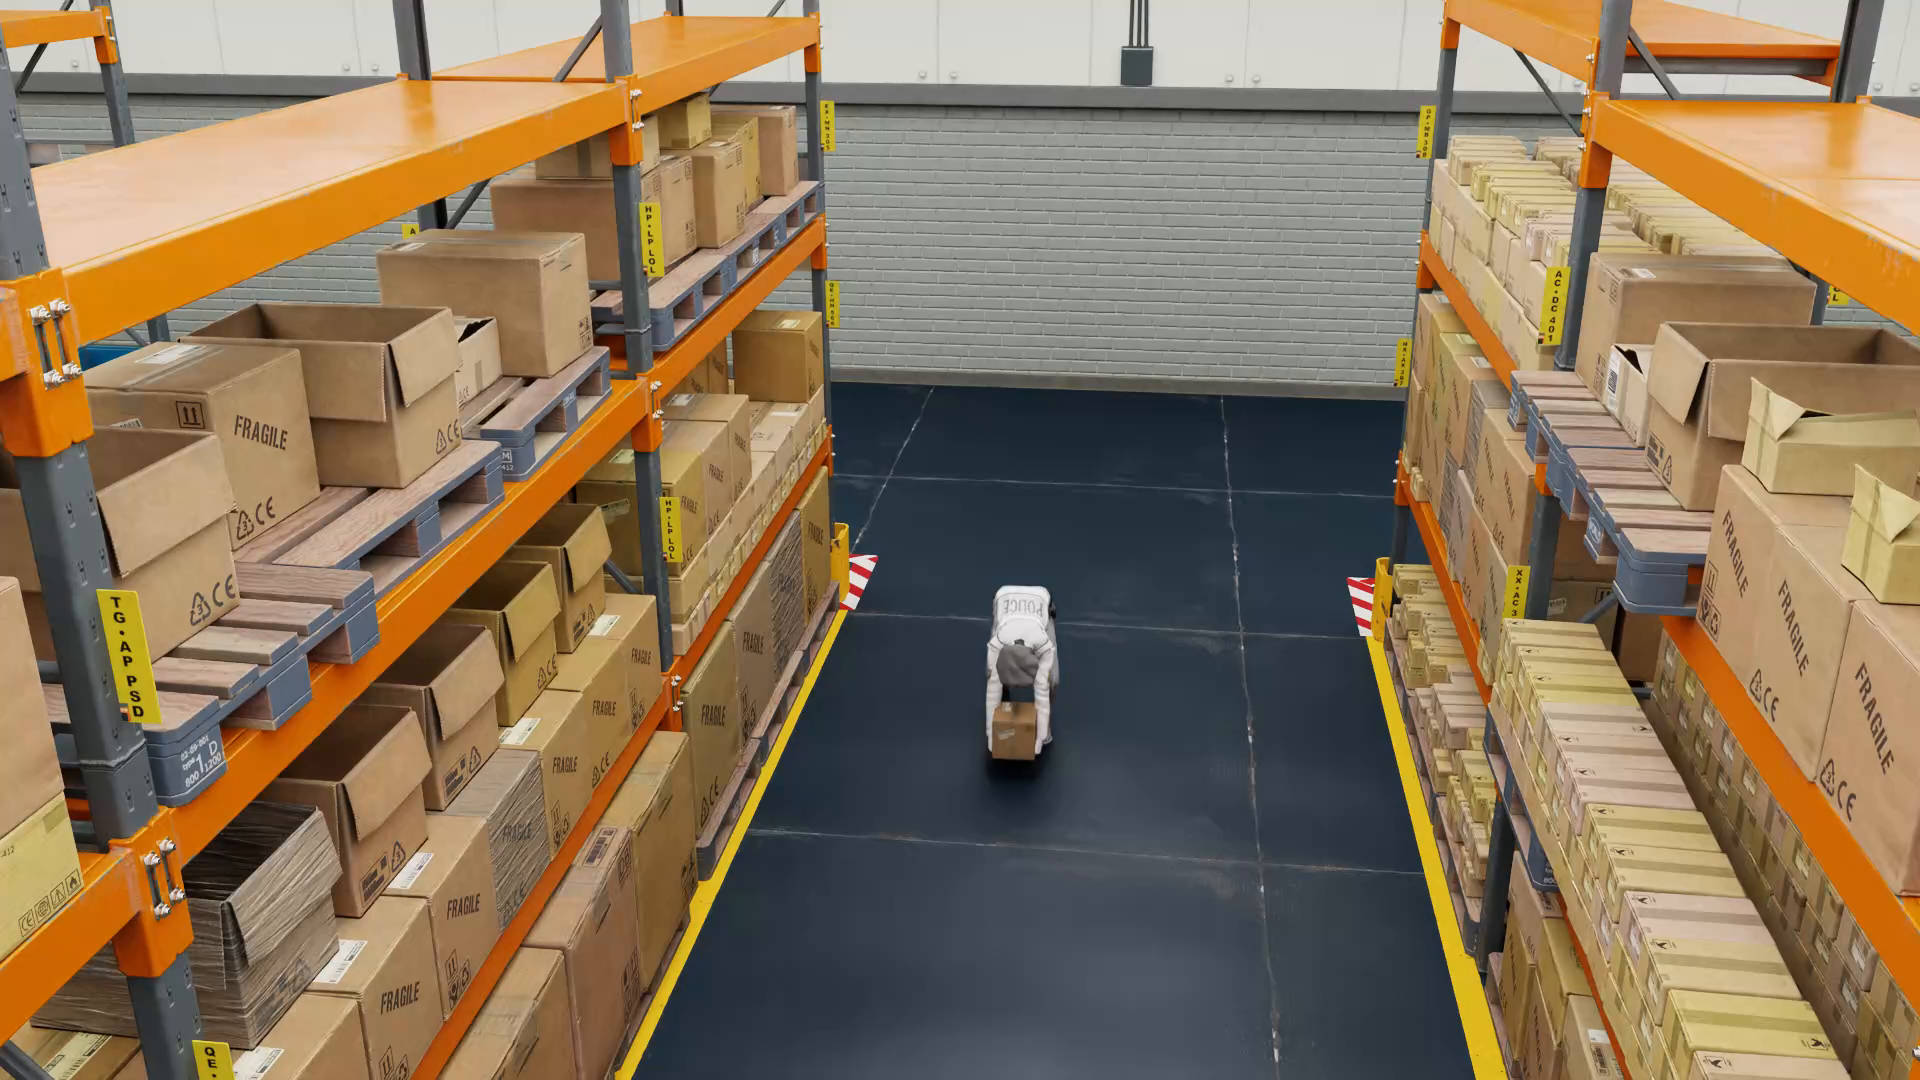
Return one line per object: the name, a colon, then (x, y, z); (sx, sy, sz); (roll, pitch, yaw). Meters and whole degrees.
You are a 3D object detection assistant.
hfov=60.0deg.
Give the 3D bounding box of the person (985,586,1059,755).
person: (0.369, 0.823, 9.928); (0.445, 0.972, 0.901); (1, 21, 4)
